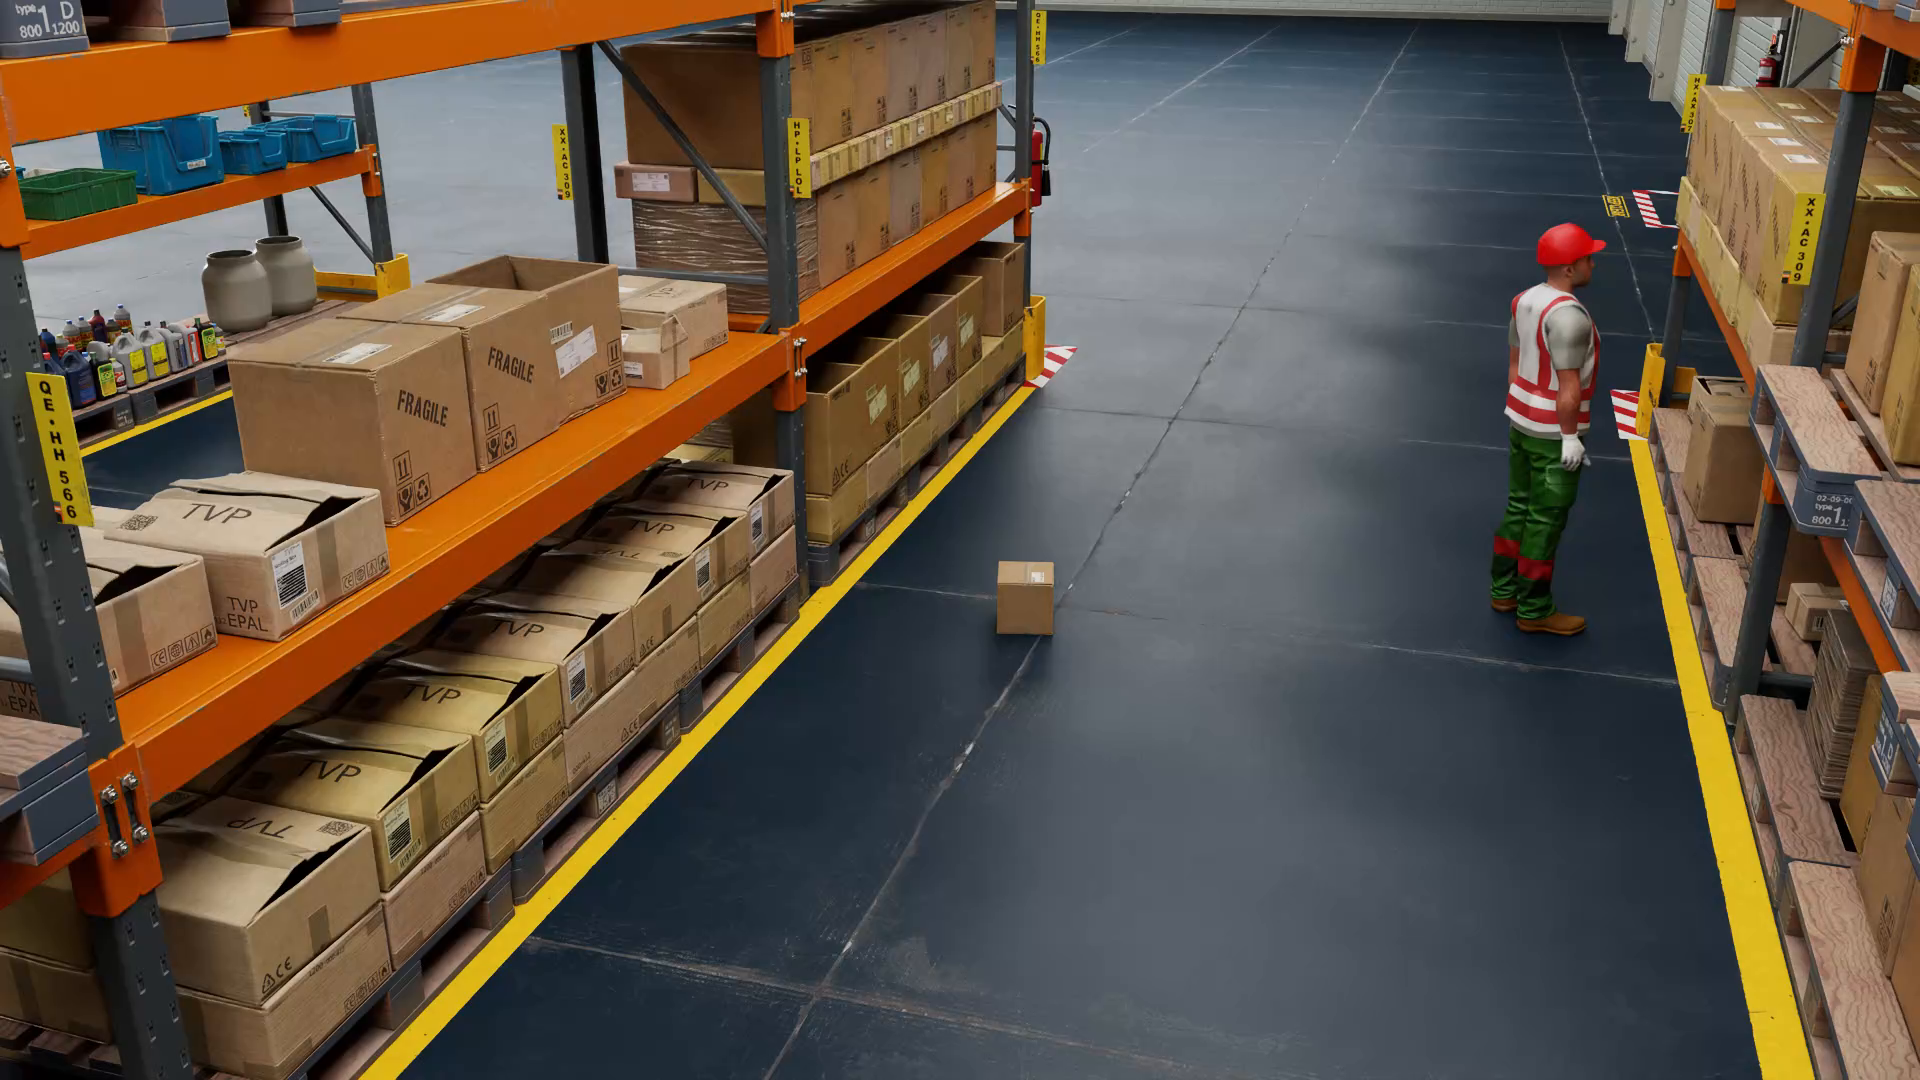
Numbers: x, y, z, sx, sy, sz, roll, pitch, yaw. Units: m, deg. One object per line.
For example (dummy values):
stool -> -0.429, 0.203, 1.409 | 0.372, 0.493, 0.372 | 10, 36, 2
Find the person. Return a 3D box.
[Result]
person -> 2.585, -0.489, 7.275 | 0.369, 1.795, 0.534 | -3, 22, -8
